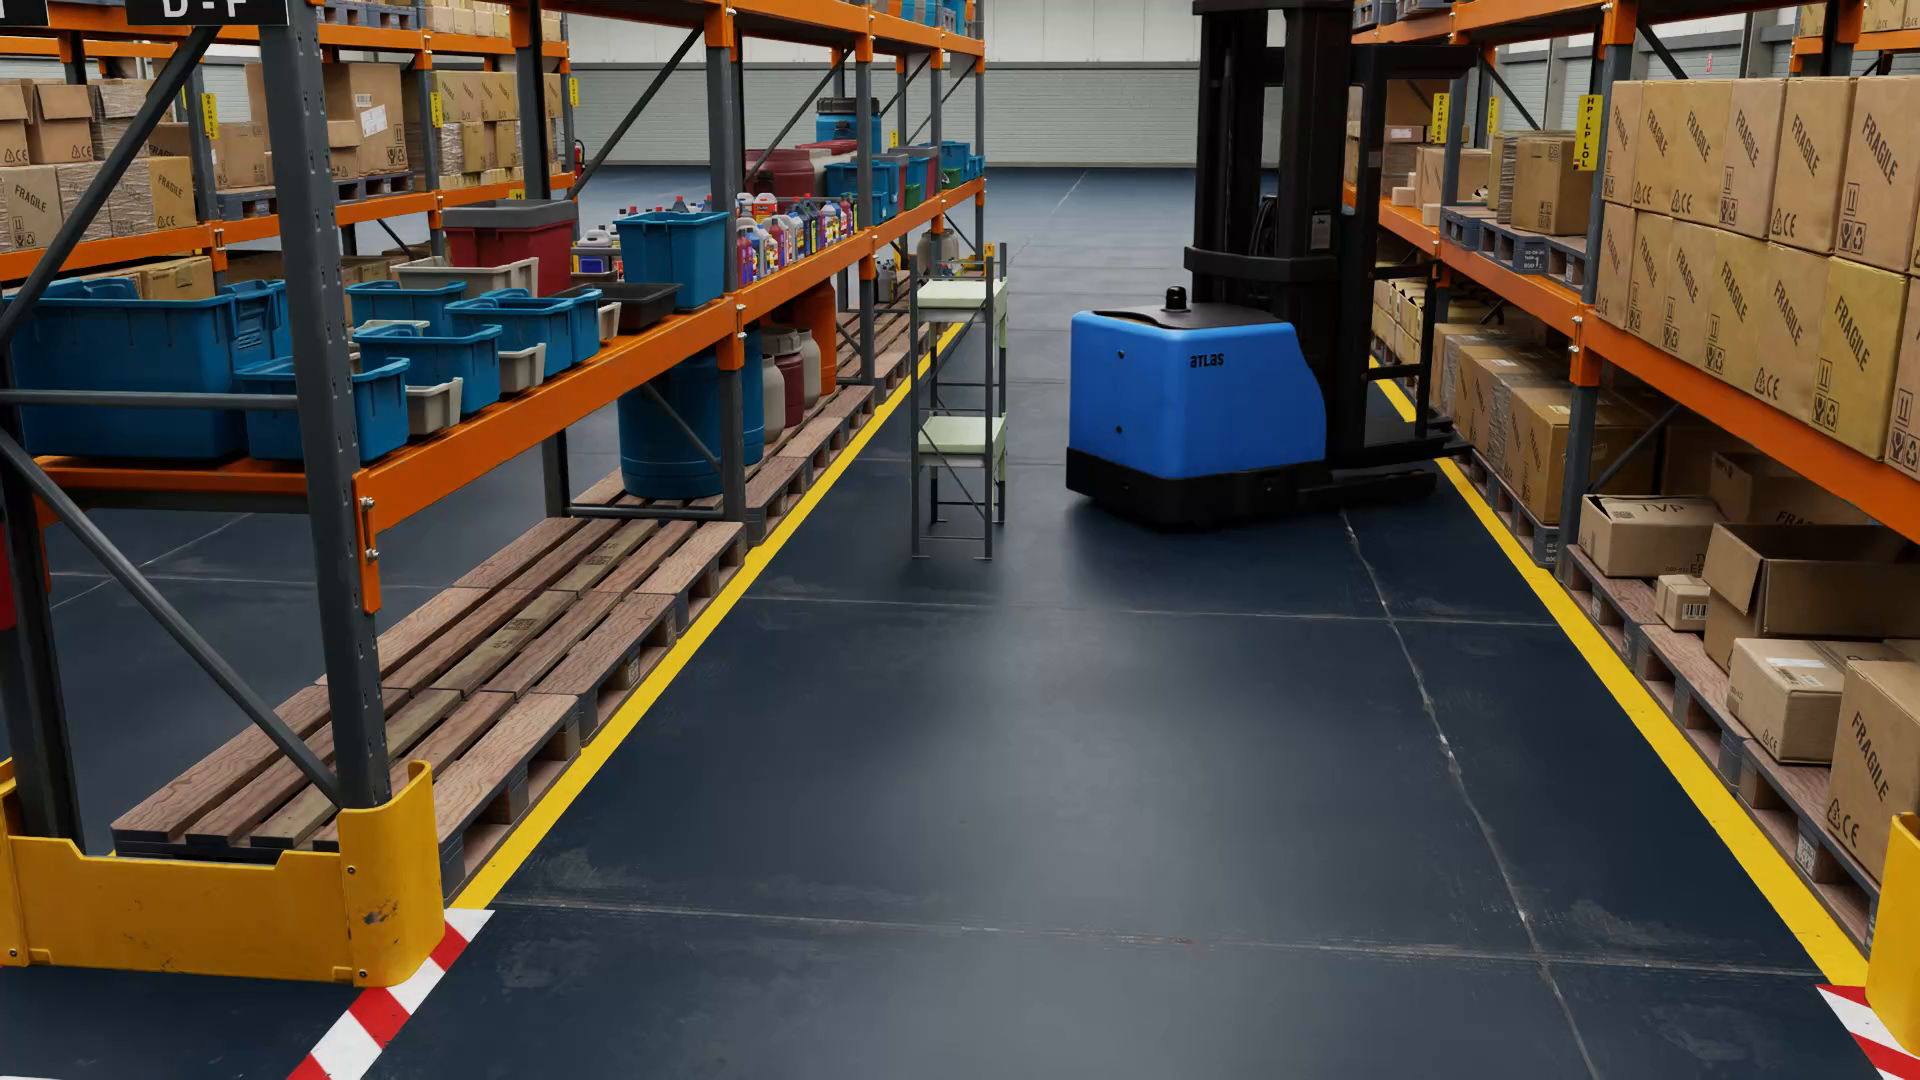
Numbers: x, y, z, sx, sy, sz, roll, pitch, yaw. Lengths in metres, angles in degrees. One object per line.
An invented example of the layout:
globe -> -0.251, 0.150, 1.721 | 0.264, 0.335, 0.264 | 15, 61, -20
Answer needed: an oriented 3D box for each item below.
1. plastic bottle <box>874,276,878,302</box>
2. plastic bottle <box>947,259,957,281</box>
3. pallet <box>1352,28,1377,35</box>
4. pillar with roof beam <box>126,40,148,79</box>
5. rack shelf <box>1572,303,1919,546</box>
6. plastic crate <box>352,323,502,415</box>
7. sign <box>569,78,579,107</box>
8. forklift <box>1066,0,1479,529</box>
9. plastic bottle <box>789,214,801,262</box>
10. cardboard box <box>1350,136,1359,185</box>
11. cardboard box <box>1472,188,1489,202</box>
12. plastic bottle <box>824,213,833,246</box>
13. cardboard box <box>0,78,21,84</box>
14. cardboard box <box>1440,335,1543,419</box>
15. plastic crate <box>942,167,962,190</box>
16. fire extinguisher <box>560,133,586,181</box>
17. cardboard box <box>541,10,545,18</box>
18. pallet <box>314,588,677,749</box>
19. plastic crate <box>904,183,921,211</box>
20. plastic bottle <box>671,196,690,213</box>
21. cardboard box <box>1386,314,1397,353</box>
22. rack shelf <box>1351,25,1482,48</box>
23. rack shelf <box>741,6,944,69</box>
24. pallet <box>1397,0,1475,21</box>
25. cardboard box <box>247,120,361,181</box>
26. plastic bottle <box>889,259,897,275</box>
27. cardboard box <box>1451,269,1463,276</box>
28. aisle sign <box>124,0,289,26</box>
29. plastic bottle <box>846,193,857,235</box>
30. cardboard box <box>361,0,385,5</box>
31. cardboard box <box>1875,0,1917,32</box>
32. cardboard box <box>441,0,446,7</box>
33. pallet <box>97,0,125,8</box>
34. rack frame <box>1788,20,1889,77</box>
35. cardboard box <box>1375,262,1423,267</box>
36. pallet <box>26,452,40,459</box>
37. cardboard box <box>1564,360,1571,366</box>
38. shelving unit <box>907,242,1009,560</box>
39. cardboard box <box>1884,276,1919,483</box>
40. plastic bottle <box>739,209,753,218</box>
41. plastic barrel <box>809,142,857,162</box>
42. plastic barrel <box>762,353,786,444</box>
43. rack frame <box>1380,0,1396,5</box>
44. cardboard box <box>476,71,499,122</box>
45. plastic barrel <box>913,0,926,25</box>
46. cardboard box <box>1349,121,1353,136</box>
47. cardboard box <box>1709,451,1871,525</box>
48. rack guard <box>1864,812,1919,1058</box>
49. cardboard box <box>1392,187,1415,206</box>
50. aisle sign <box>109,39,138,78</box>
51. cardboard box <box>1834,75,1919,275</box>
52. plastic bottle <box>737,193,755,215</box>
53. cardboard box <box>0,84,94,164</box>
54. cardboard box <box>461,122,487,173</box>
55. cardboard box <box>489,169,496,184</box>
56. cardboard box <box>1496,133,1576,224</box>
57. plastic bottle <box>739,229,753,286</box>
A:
plastic bottle -> -0.890, -2.566, 16.639 | 0.144, 0.351, 0.185 | 1, 15, 5
plastic bottle -> -0.103, -2.747, 17.307 | 0.144, 0.351, 0.185 | 2, 15, 6
pallet -> 4.591, -5.571, 17.939 | 1.003, 0.211, 1.213 | 2, 15, 6
pillar with roof beam -> -14.591, -12.361, 37.137 | 9.100, 9.000, 0.400 | 2, 15, 6
rack shelf -> 3.117, -0.370, 5.660 | 1.077, 0.370, 4.000 | 2, 15, 6
plastic crate -> -1.601, -0.518, 5.038 | 0.416, 0.233, 0.300 | 2, 15, 6
sign -> -4.597, -5.331, 19.805 | 0.100, 0.325, 0.005 | 2, 15, 6
forklift -> 2.144, -1.731, 9.449 | 3.031, 2.935, 1.130 | -8, 17, -28
plastic bottle -> -0.977, -1.759, 9.666 | 0.097, 0.271, 0.097 | 0, 15, 0
cardboard box -> 4.515, -4.010, 17.555 | 0.700, 0.500, 0.500 | 2, 15, 7
cardboard box -> 3.878, -2.323, 11.677 | 0.500, 0.311, 0.500 | 3, 15, 10
plastic bottle -> -0.861, -1.991, 10.659 | 0.097, 0.201, 0.097 | 0, 15, 0
cardboard box -> -10.492, -4.610, 17.608 | 0.875, 0.550, 0.550 | 2, 15, 6
cardboard box -> 3.405, -1.033, 10.682 | 0.500, 0.500, 0.500 | 1, 15, 4
plastic crate -> -0.242, -3.699, 17.000 | 0.450, 0.188, 0.662 | 2, 15, 6
fire extinguisher -> -4.675, -4.619, 20.147 | 0.296, 0.674, 0.183 | 2, 15, 6
cardboard box -> -4.935, -5.989, 18.842 | 0.380, 0.149, 0.250 | 1, 15, 4
pallet -> -1.758, 0.473, 6.509 | 1.003, 0.211, 1.213 | 2, 15, 6
plastic crate -> -0.592, -2.895, 14.028 | 0.450, 0.188, 0.662 | 2, 15, 6
plastic bottle -> -1.676, -1.892, 10.008 | 0.144, 0.351, 0.185 | 2, 15, 6
cardboard box -> 3.781, -1.690, 13.627 | 0.500, 0.250, 0.500 | 2, 15, 7
rack shelf -> 4.471, -4.930, 16.779 | 1.077, 0.370, 4.000 | 2, 15, 6
rack shelf -> -0.902, -4.039, 13.485 | 1.077, 0.370, 4.000 | 2, 15, 6
pallet -> 3.905, -4.099, 12.688 | 1.003, 0.211, 1.213 | 2, 15, 9
cardboard box -> -5.701, -3.403, 14.500 | 0.797, 0.503, 0.637 | 3, 15, 12
plastic bottle -> -0.739, -2.929, 18.131 | 0.097, 0.271, 0.097 | 0, 15, 0
cardboard box -> 4.432, -2.208, 14.469 | 0.500, 0.311, 0.500 | 2, 15, 8
aisle sign -> -1.743, -1.572, 3.750 | 0.394, 0.787, 0.004 | 2, 15, 6
plastic bottle -> -0.749, -2.246, 11.445 | 0.061, 0.283, 0.133 | 2, 15, 6
cardboard box -> -5.749, -5.185, 15.341 | 0.797, 0.503, 0.637 | 1, 15, 3
cardboard box -> 9.074, -5.085, 15.745 | 0.500, 0.500, 0.500 | 1, 15, 4
cardboard box -> -5.292, -5.317, 16.358 | 0.380, 0.149, 0.250 | 1, 15, 4
pallet -> -6.069, -3.754, 11.414 | 1.213, 0.211, 1.003 | 2, 15, 9
rack frame -> 9.619, -4.203, 18.459 | 1.000, 3.000, 0.127 | 2, 15, 6
cardboard box -> 3.951, -2.357, 15.020 | 0.500, 0.311, 0.500 | 2, 15, 6
pallet -> -6.353, -0.702, 10.853 | 1.003, 0.211, 1.213 | 2, 15, 6
cardboard box -> 3.810, -0.759, 9.667 | 0.500, 0.500, 0.500 | 1, 15, 4
shelving unit -> 0.001, -0.726, 8.473 | 0.431, 1.500, 0.755 | 2, 15, 6
cardboard box -> 2.671, -0.370, 4.094 | 0.500, 0.500, 0.500 | 2, 15, 8
plastic bottle -> -1.424, -2.102, 11.071 | 0.097, 0.201, 0.097 | 0, 15, 0
plastic barrel -> -1.085, -3.091, 14.086 | 0.433, 0.535, 0.433 | 0, 15, 0
plastic barrel -> -1.268, -0.852, 10.029 | 0.421, 0.512, 0.421 | 0, 15, 0
rack frame -> 4.245, -6.206, 14.375 | 1.000, 3.000, 0.127 | 2, 15, 6
cardboard box -> -5.182, -4.646, 17.421 | 0.500, 0.500, 0.500 | 2, 15, 6
plastic barrel -> -0.592, -4.839, 14.105 | 0.600, 0.901, 0.600 | 0, 15, 0
cardboard box -> 4.324, -4.346, 17.554 | 0.380, 0.149, 0.250 | 1, 15, 4
cardboard box -> 3.560, -0.085, 7.176 | 0.500, 0.500, 0.500 | 2, 15, 6
rack guard -> 2.900, 0.989, 4.047 | 1.175, 0.500, 0.348 | 2, 15, 6
cardboard box -> 3.942, -2.965, 14.363 | 0.380, 0.149, 0.250 | 2, 15, 6
aisle sign -> -10.353, -6.095, 20.476 | 0.394, 0.787, 0.004 | 2, 15, 6
cardboard box -> 2.724, -0.984, 4.446 | 0.500, 0.500, 0.500 | 2, 15, 8
plastic bottle -> -1.497, -2.257, 11.501 | 0.152, 0.276, 0.135 | 2, 15, 6
cardboard box -> -6.224, -2.740, 10.936 | 0.797, 0.503, 0.637 | 2, 15, 8
cardboard box -> -5.394, -4.039, 17.089 | 0.875, 0.500, 0.500 | 2, 15, 6
cardboard box -> -5.158, -3.854, 17.648 | 0.380, 0.149, 0.250 | 2, 15, 6
cardboard box -> 3.542, -2.126, 9.781 | 0.700, 0.500, 0.500 | 5, 16, 17
plastic bottle -> -1.098, -1.443, 8.476 | 0.061, 0.283, 0.133 | 2, 15, 6
